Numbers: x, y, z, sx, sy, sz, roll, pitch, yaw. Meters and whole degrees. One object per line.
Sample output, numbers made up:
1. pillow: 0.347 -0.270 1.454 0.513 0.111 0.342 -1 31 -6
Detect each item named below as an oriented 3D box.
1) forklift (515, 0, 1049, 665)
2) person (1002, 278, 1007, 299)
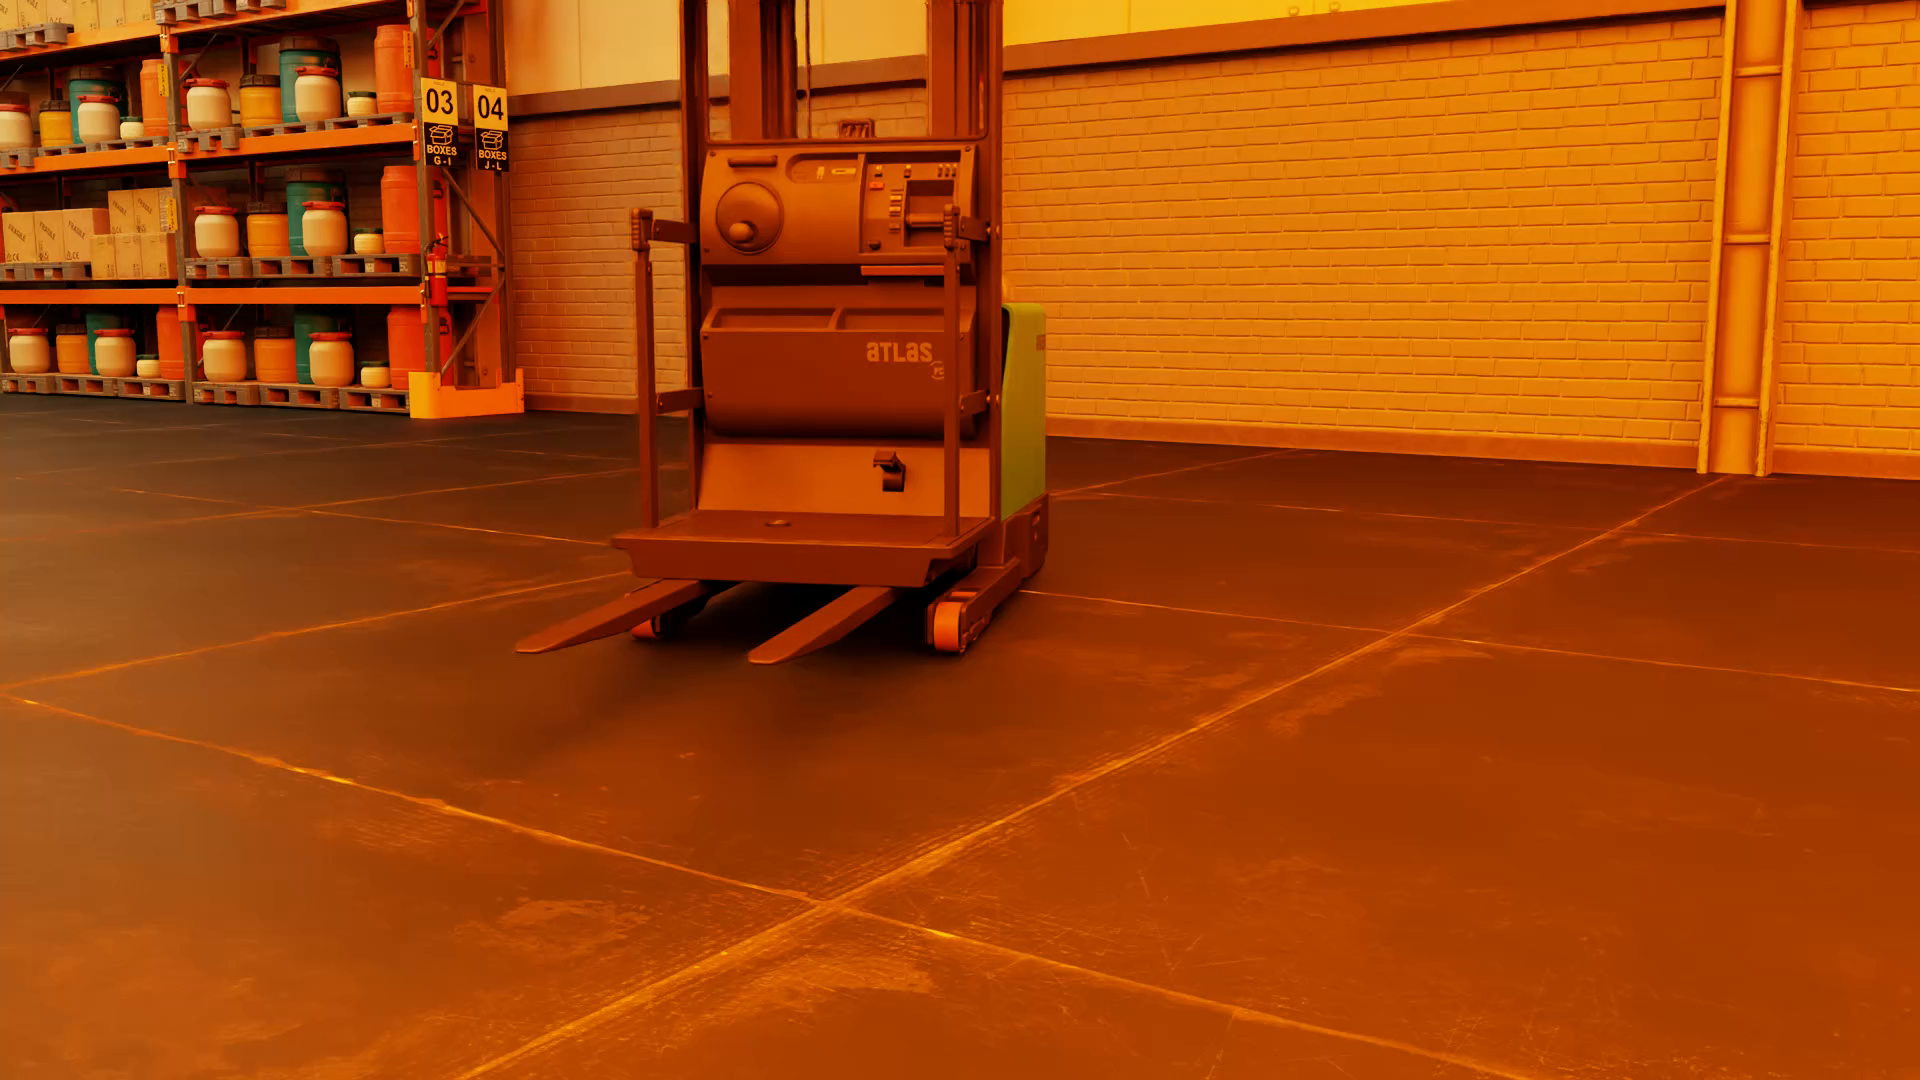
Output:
1. forklift: -0.453 -1.156 5.323 1.130 2.935 3.031 2 8 12
2. person: 0.104 -0.767 7.421 0.391 1.575 0.583 5 9 29
